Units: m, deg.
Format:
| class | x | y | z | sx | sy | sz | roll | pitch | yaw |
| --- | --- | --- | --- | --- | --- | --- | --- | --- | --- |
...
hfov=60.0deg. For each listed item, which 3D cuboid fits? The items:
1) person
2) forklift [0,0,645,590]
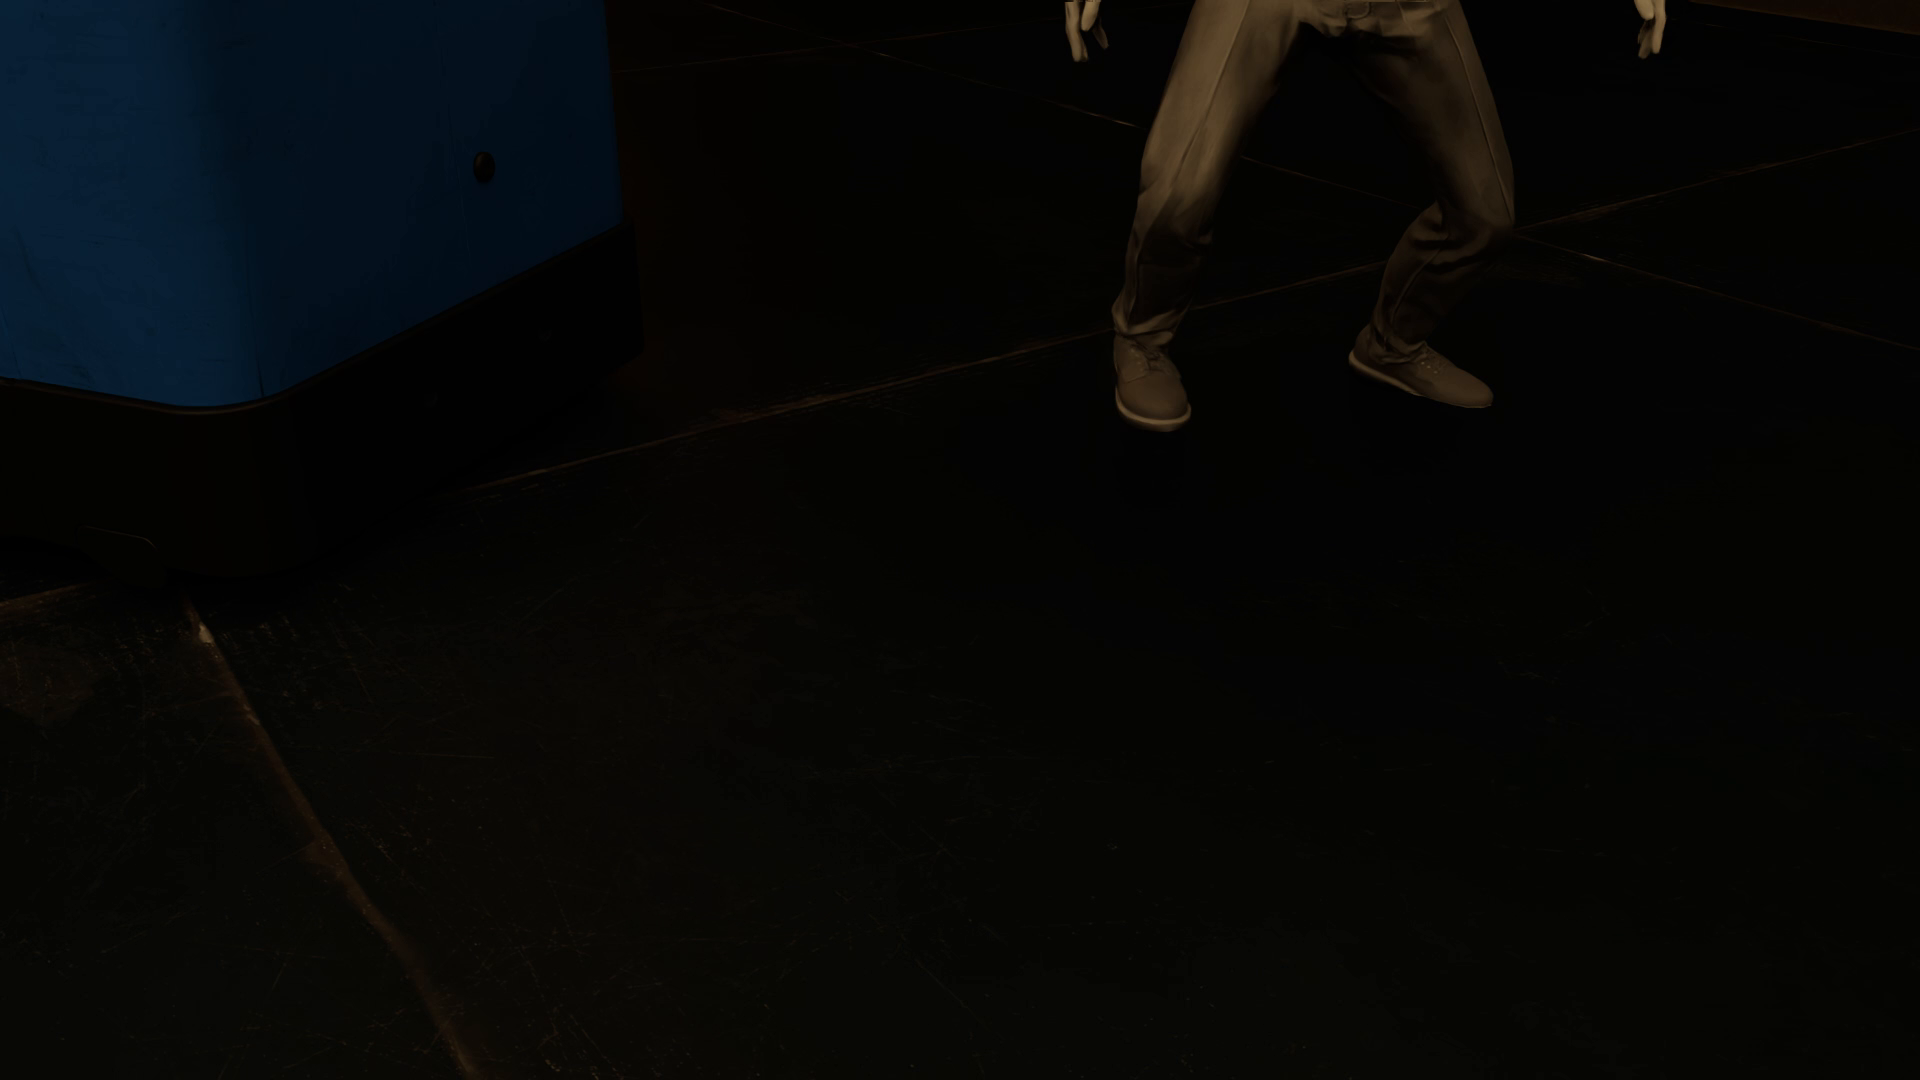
| class | x | y | z | sx | sy | sz | roll | pitch | yaw |
| --- | --- | --- | --- | --- | --- | --- | --- | --- | --- |
| person | 0.593 | -0.867 | 2.540 | 0.869 | 1.558 | 0.612 | -1 | 27 | -2 |
| forklift | -2.147 | -1.642 | 2.504 | 3.031 | 2.935 | 1.130 | 10 | 28 | 19 |
